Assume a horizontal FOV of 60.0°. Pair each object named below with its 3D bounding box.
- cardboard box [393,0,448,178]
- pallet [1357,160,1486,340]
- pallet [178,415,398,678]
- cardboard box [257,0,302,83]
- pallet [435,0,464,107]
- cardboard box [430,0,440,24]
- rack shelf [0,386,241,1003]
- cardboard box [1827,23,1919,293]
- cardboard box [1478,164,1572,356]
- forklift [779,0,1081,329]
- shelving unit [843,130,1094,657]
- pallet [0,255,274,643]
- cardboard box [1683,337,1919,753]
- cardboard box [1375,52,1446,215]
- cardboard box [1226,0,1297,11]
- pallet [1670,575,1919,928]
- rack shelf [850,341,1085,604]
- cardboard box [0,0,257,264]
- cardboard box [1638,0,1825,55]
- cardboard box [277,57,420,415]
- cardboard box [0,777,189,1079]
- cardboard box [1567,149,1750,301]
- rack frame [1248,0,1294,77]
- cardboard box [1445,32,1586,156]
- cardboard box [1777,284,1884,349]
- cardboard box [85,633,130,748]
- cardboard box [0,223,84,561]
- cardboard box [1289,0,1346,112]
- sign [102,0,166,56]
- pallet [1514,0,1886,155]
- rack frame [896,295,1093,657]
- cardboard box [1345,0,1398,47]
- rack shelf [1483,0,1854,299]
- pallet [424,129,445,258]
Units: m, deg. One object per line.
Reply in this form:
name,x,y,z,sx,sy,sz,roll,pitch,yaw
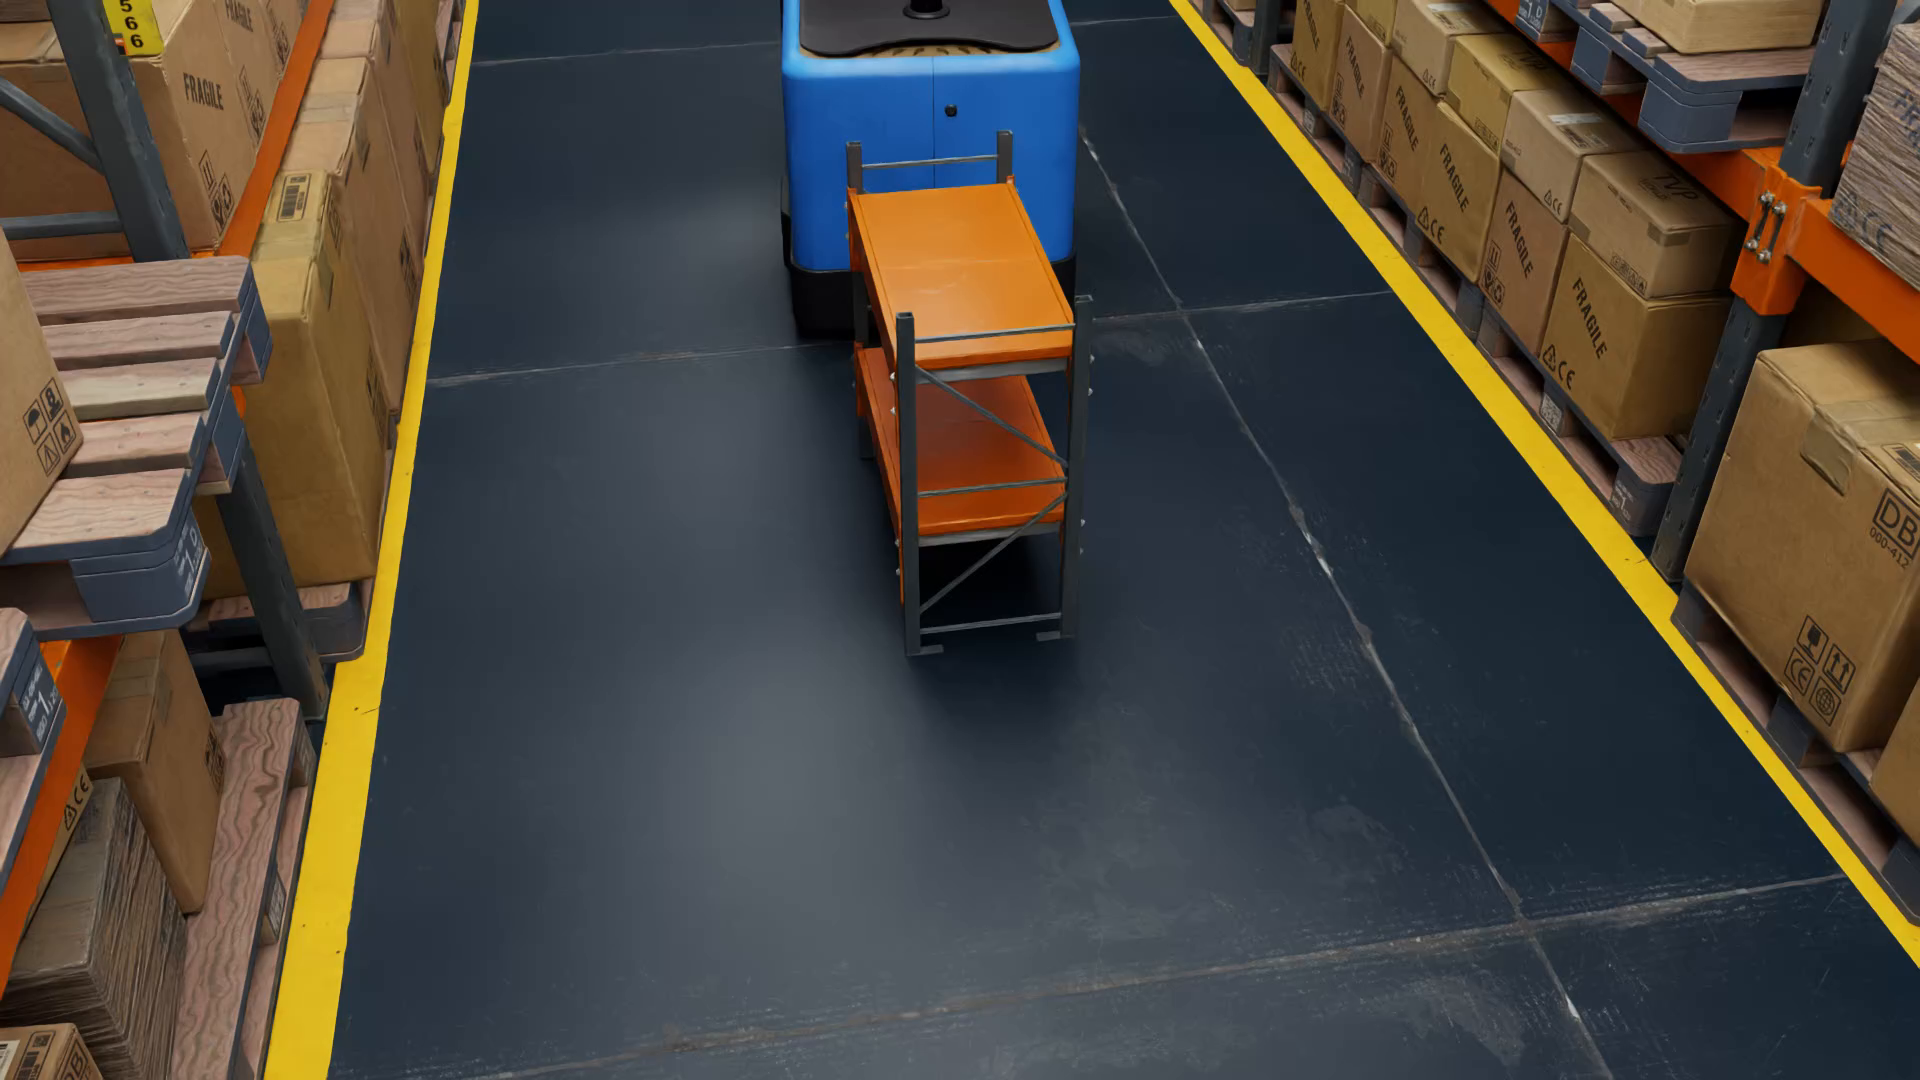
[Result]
cardboard box,-2.830,-2.022,6.798,1.225,0.875,0.875,-6,38,-8
pallet,2.294,-1.243,6.677,1.003,0.211,1.213,-6,38,-8
pallet,-2.325,-0.047,5.138,1.003,0.211,1.213,-6,38,-8
cardboard box,-2.264,-1.647,4.843,0.500,0.500,0.500,-7,38,-9
pallet,-3.018,-2.446,8.227,1.003,0.211,1.213,-6,38,-8
cardboard box,-2.999,-2.814,7.817,0.875,0.875,0.875,-6,38,-8
rack shelf,-1.910,0.828,2.325,1.077,0.370,4.000,-6,38,-8
cardboard box,2.453,-0.876,3.851,0.500,0.500,0.500,-6,38,-7
cardboard box,2.180,-0.998,5.785,0.500,0.500,0.500,-5,38,-6
forklift,-0.199,-2.822,6.493,1.130,2.935,3.031,-3,38,-3
shelving unit,-0.001,-0.448,4.910,0.538,1.125,1.048,-6,38,-8
pallet,-2.031,-0.169,3.179,1.213,0.211,1.003,-6,38,-8
cardboard box,2.658,-0.036,4.343,1.050,0.750,0.750,-7,38,-9
cardboard box,2.007,-1.622,6.588,0.500,0.500,0.500,-6,38,-7
cardboard box,1.535,-2.793,8.381,0.380,0.149,0.250,-6,38,-7
pallet,2.704,0.449,4.500,1.003,0.211,1.213,-6,38,-8
rack shelf,-0.001,-0.255,5.060,0.538,0.278,1.000,-6,38,-8
cardboard box,-2.078,-1.026,4.044,0.500,0.500,0.500,-5,38,-7
cardboard box,2.101,-1.451,4.536,0.380,0.149,0.250,-6,38,-7
cardboard box,-2.510,-0.949,5.416,1.225,0.875,0.875,-6,38,-8
cardboard box,-2.014,0.886,3.344,0.700,0.500,0.500,-9,39,-12
cardboard box,2.262,-0.996,5.171,0.500,0.250,0.500,-7,38,-9
rack frame,1.939,-3.552,7.378,1.000,3.000,0.127,-6,38,-8
cardboard box,2.089,-1.609,5.960,0.500,0.250,0.500,-5,38,-7
cardboard box,2.767,-0.770,5.491,0.500,0.500,0.500,-8,39,-10
cardboard box,-2.114,0.255,3.545,0.500,0.250,0.500,-5,38,-6
cardboard box,-1.930,-0.221,2.666,0.700,0.500,0.500,-1,38,-1
cardboard box,1.807,-2.256,7.404,0.500,0.500,0.500,-5,38,-6
sign,-1.728,-1.154,3.411,0.100,0.325,0.005,-6,38,-8
pallet,2.410,-1.480,4.866,1.213,0.211,1.003,-6,38,-8
rack frame,0.088,-0.141,4.515,0.500,1.125,0.032,-6,38,-8
cardboard box,1.904,-2.231,6.761,0.500,0.250,0.500,-5,38,-7
rack shelf,2.290,-2.060,6.043,1.077,0.370,4.000,-6,38,-8
pallet,-2.752,-1.521,7.035,1.003,0.211,1.213,-6,38,-8
